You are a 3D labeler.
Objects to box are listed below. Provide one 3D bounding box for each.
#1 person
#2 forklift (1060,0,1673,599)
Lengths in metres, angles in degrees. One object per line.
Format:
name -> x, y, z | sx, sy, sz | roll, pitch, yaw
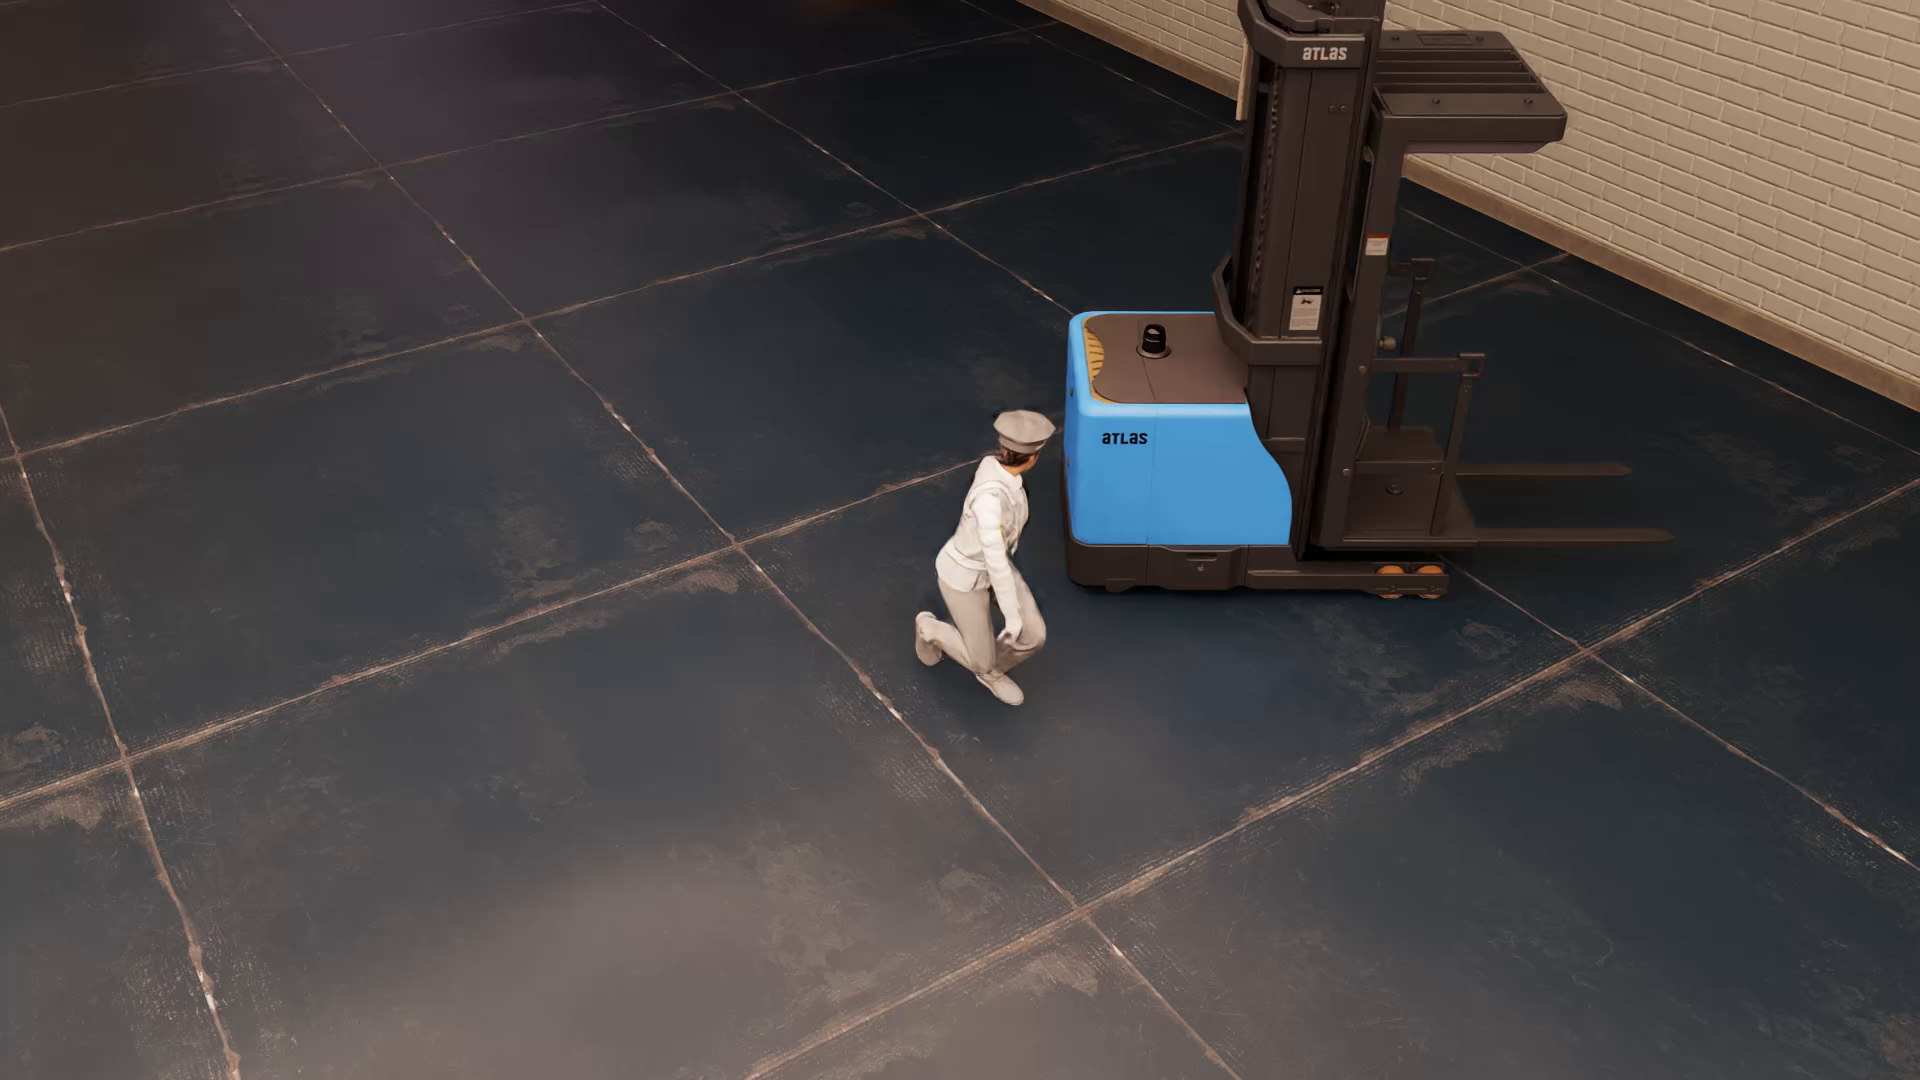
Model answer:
person -> 0.107, 0.069, 7.366 | 0.671, 1.458, 0.628 | 19, 39, 24
forklift -> 2.056, -1.214, 7.876 | 3.031, 2.935, 1.130 | 0, 35, 0
